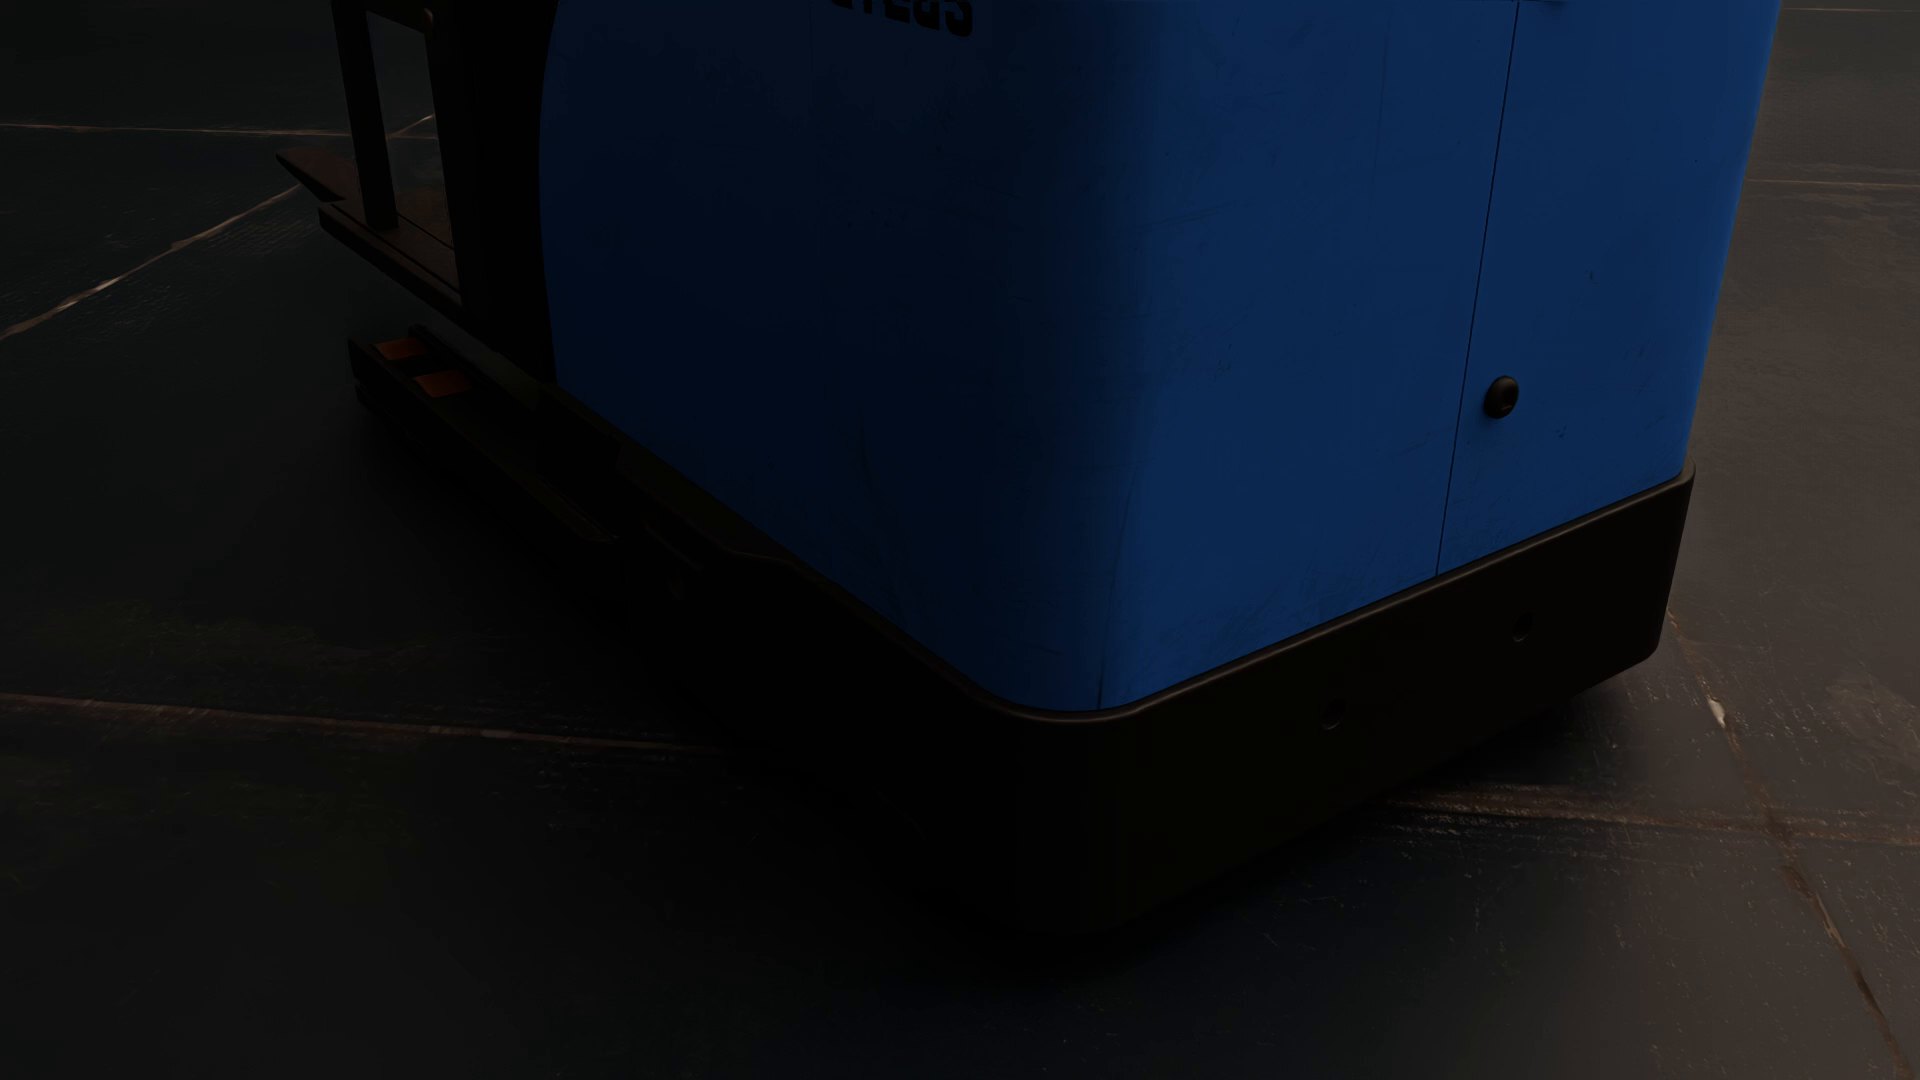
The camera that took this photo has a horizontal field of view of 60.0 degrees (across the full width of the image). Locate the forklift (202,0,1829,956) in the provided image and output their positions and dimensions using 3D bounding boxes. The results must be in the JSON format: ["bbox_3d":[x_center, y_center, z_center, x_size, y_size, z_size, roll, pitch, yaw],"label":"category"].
[{"bbox_3d":[-0.399,-1.501,2.226,1.130,2.935,3.031,-21,33,-36],"label":"forklift"}]
